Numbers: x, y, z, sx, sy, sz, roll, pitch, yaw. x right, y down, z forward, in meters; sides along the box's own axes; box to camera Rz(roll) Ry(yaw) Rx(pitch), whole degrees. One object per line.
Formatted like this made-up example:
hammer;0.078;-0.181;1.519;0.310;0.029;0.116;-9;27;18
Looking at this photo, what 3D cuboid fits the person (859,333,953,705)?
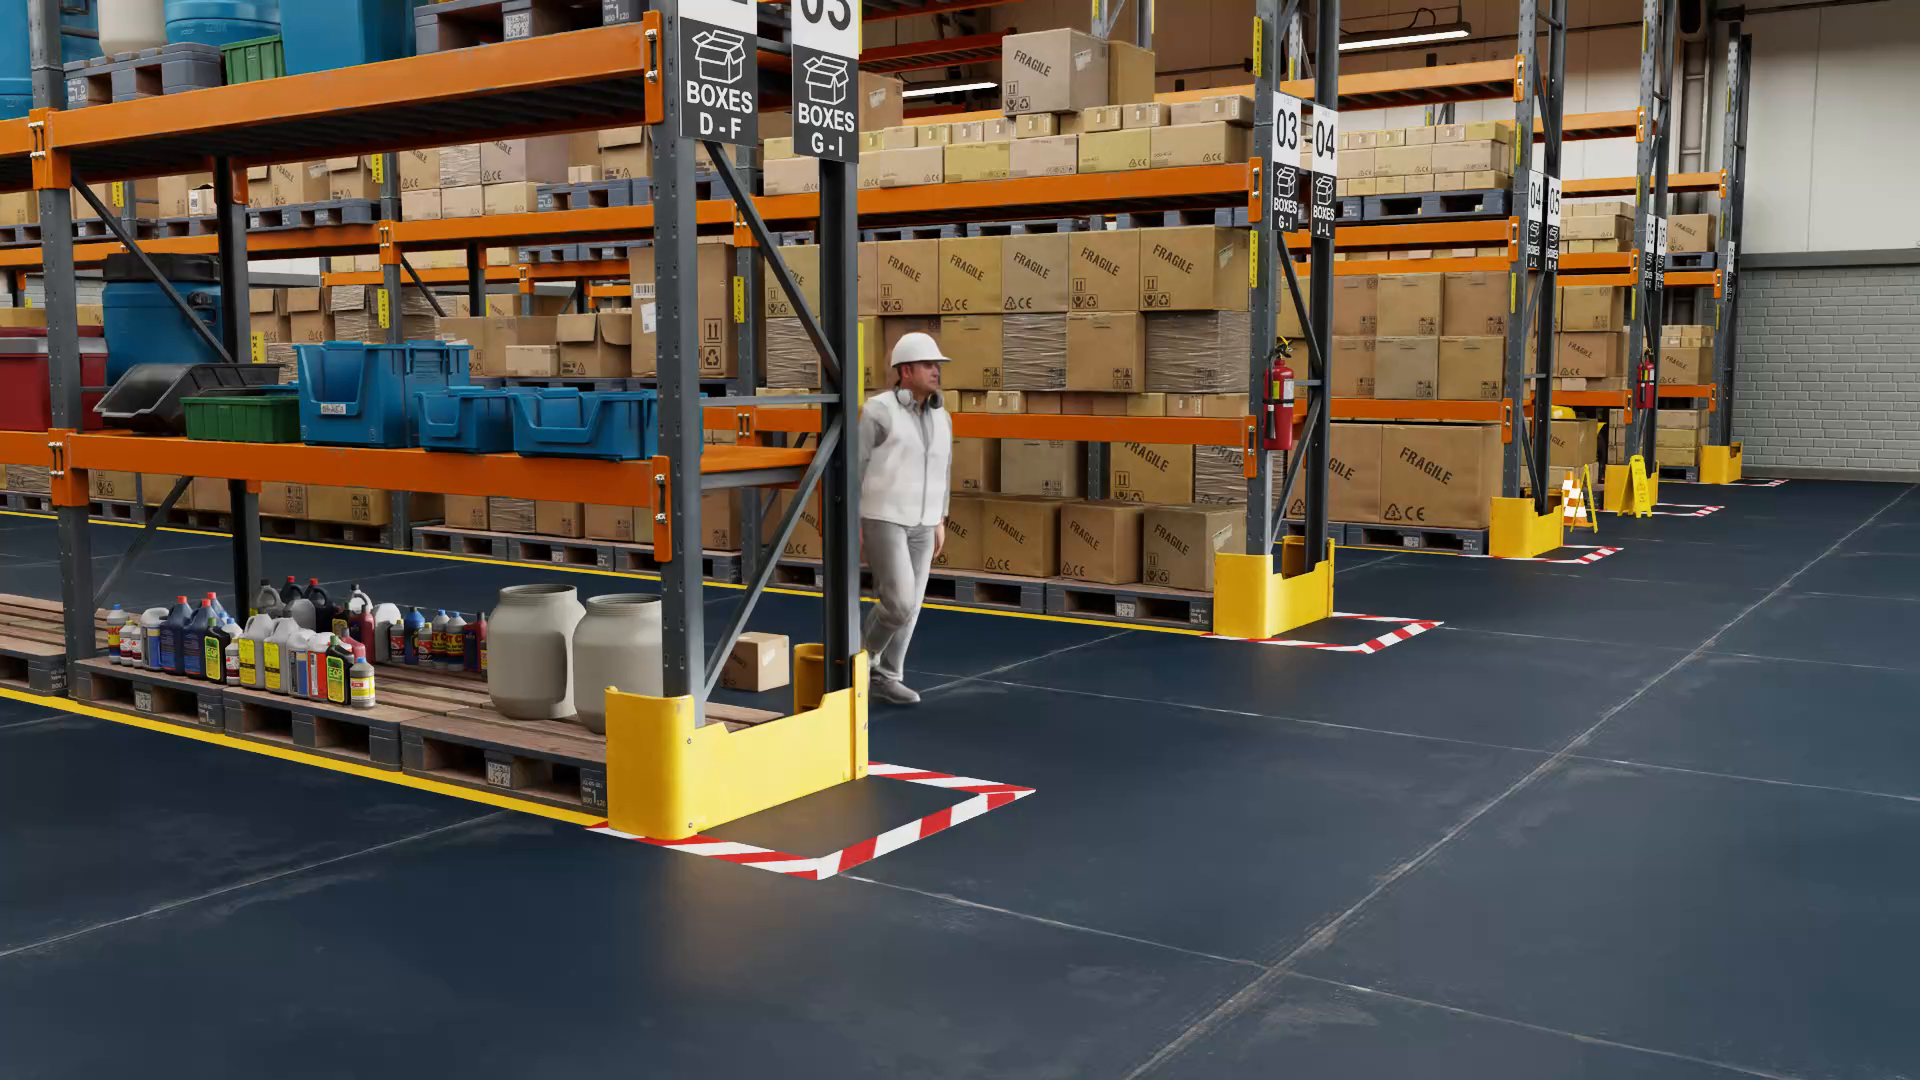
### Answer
person;-0.269;-0.093;7.857;0.568;1.761;0.474;-6;8;-43
